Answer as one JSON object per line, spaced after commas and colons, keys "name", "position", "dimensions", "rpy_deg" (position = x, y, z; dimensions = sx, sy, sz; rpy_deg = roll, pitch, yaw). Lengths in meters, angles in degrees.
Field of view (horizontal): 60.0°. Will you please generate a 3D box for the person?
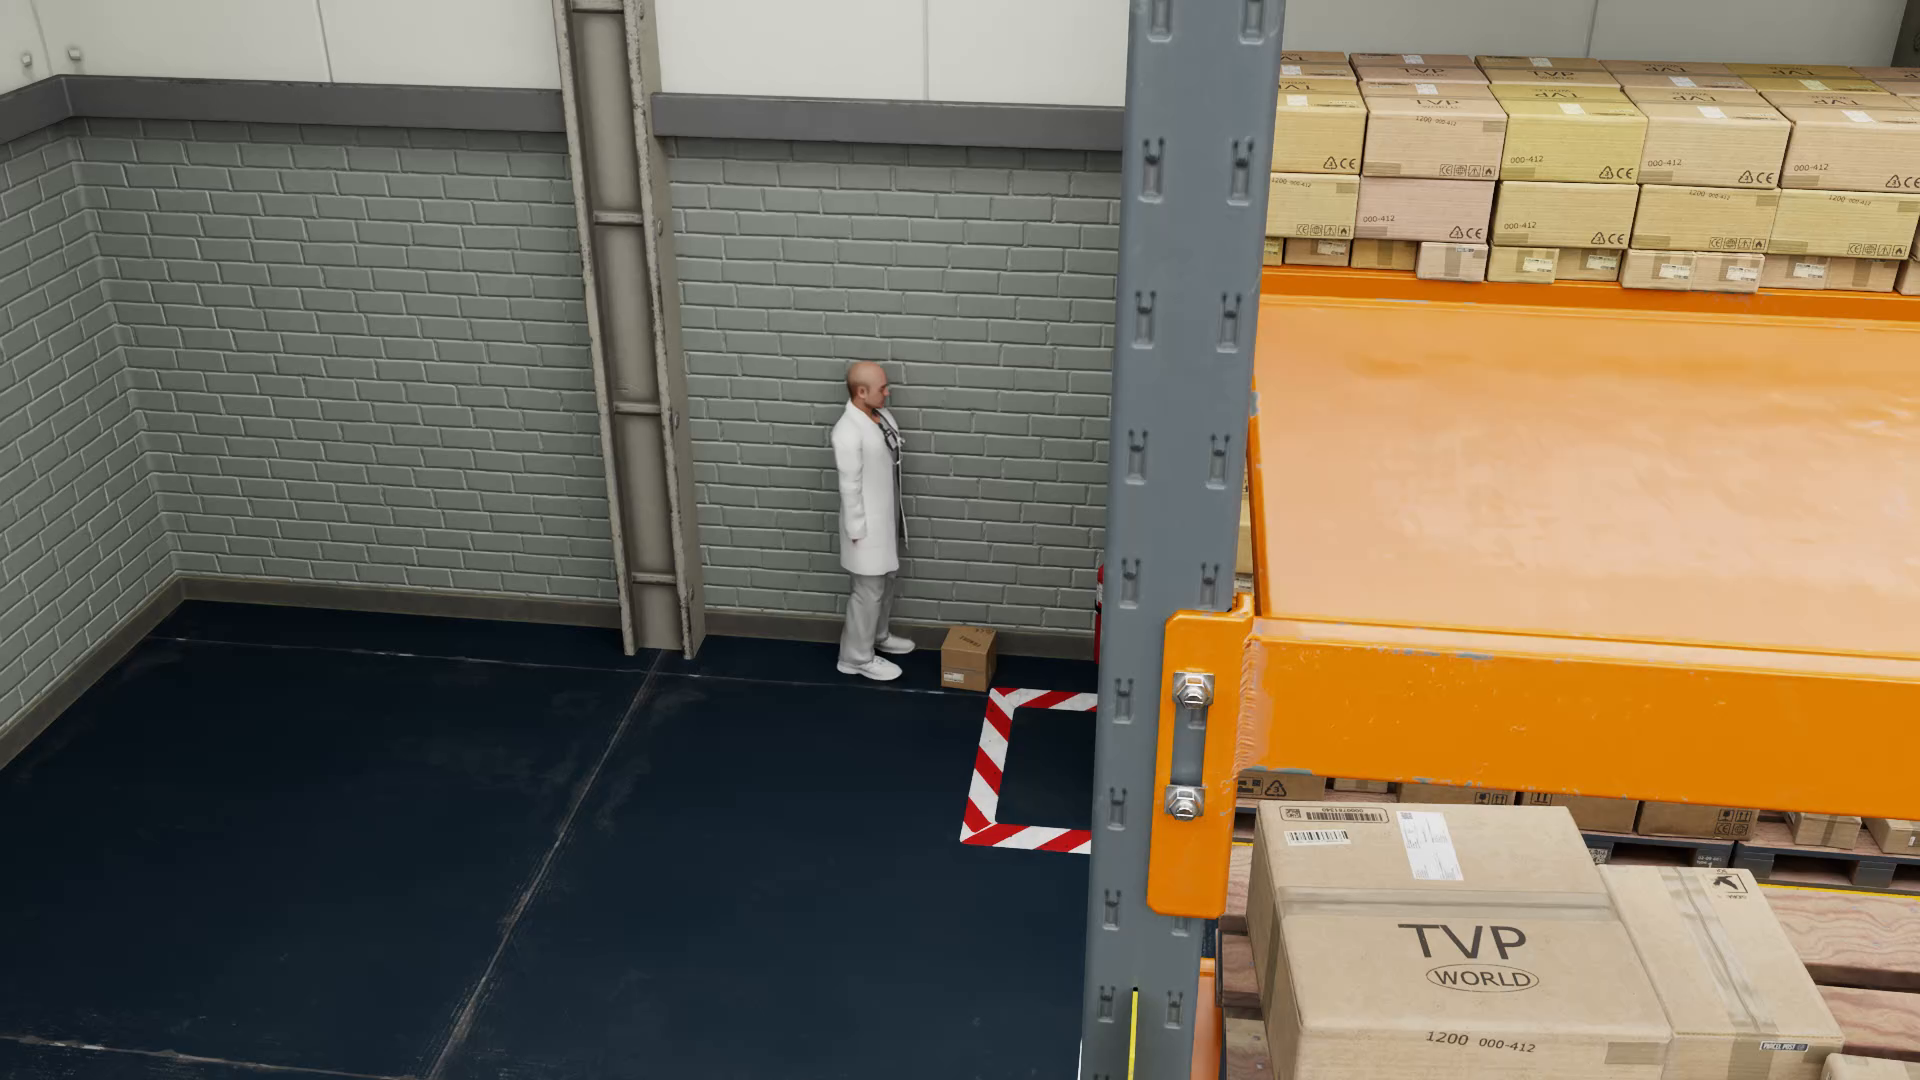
{"name": "person", "position": [-0.461, -0.118, 8.864], "dimensions": [0.381, 1.776, 0.562], "rpy_deg": [7, 29, 13]}
